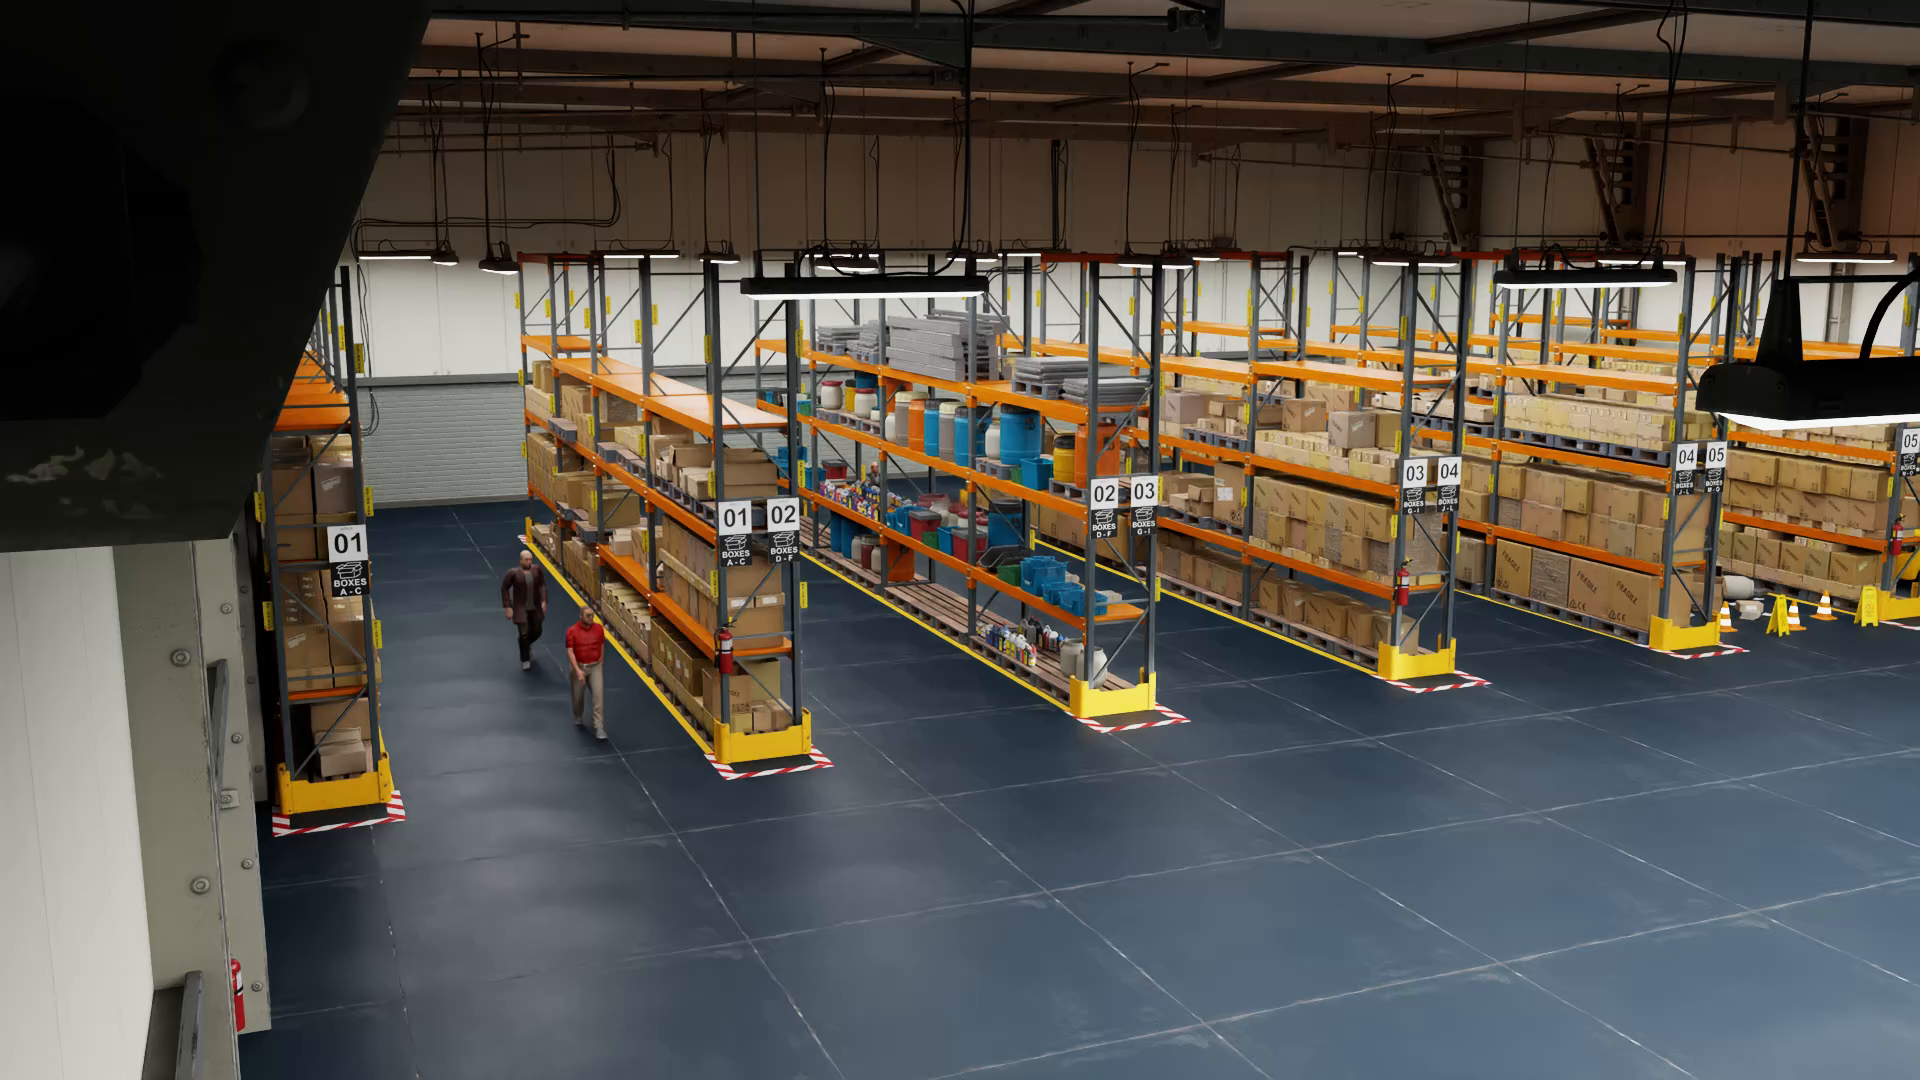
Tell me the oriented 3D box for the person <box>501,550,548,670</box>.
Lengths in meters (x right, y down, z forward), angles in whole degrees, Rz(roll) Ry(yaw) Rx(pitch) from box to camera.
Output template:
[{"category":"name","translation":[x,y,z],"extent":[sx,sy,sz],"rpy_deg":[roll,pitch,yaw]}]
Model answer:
[{"category":"person","translation":[-6.501,0.997,24.761],"extent":[0.668,1.763,0.751],"rpy_deg":[-8,13,-37]}]

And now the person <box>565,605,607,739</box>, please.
[{"category":"person","translation":[-4.775,1.655,21.329],"extent":[0.524,1.650,1.065],"rpy_deg":[-4,11,-22]}]

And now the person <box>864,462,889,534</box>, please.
[{"category":"person","translation":[-1.726,-0.807,34.703],"extent":[0.575,1.658,1.063],"rpy_deg":[-9,14,-40]}]
